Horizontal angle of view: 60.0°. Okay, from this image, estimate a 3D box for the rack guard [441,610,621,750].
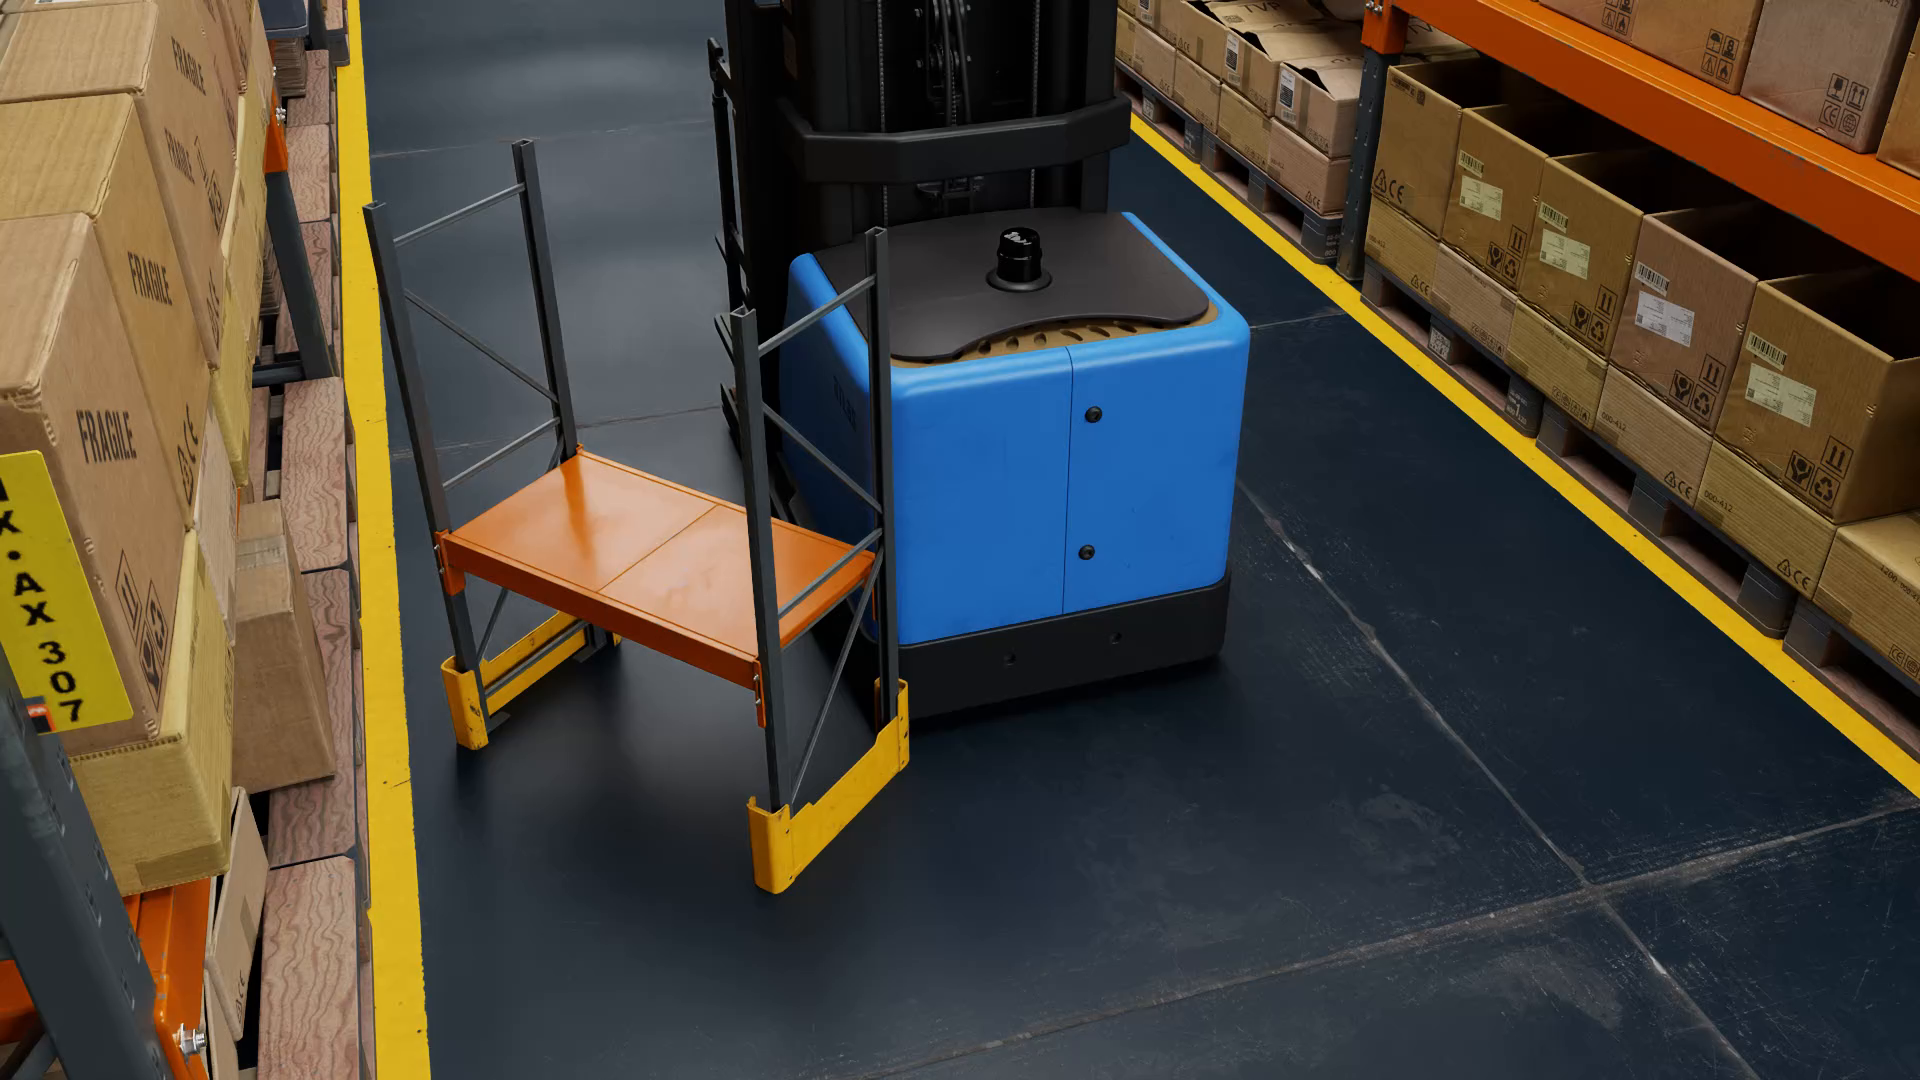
[{"bbox_3d":[-1.162,0.307,4.559,0.087,0.250,0.587,19,38,26],"label":"rack guard"}]

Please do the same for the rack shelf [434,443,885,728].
[{"bbox_3d":[-0.730,0.082,4.091,1.000,0.185,0.538,19,38,26],"label":"rack shelf"}]

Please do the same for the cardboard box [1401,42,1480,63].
[{"bbox_3d":[2.171,-1.944,7.076,0.500,0.311,0.500,-10,35,-15],"label":"cardboard box"}]

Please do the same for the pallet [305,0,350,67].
[{"bbox_3d":[-4.046,-2.952,9.525,1.003,0.211,1.213,-10,35,-15],"label":"pallet"}]

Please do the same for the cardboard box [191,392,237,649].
[{"bbox_3d":[-1.455,-0.014,2.668,0.500,0.250,0.500,-11,35,-16],"label":"cardboard box"}]

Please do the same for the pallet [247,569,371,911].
[{"bbox_3d":[-2.042,0.564,4.206,1.003,0.211,1.213,-10,35,-15],"label":"pallet"}]

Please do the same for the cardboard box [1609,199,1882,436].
[{"bbox_3d":[2.363,-0.681,4.992,0.500,0.500,0.500,-10,35,-15],"label":"cardboard box"}]

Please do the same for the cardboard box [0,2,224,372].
[{"bbox_3d":[-1.589,-0.581,2.847,0.500,0.500,0.500,-11,35,-16],"label":"cardboard box"}]

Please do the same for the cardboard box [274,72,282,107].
[{"bbox_3d":[-3.561,-2.170,7.681,0.700,0.500,0.500,-10,35,-15],"label":"cardboard box"}]

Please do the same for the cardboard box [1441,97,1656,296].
[{"bbox_3d":[2.063,-1.207,5.788,0.500,0.500,0.500,-10,35,-15],"label":"cardboard box"}]

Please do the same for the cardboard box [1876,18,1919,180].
[{"bbox_3d":[2.839,-1.149,4.177,0.700,0.500,0.500,-10,35,-14],"label":"cardboard box"}]

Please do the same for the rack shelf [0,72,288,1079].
[{"bbox_3d":[-2.047,-0.238,3.542,1.077,0.370,4.000,-10,35,-15],"label":"rack shelf"}]

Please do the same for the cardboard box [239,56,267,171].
[{"bbox_3d":[-2.080,-1.073,4.271,0.500,0.250,0.500,-10,35,-15],"label":"cardboard box"}]

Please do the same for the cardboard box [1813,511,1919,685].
[{"bbox_3d":[2.671,0.157,4.405,0.500,0.250,0.500,-10,35,-15],"label":"cardboard box"}]

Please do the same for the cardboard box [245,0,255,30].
[{"bbox_3d":[-2.218,-1.651,4.465,0.500,0.500,0.500,-10,35,-15],"label":"cardboard box"}]

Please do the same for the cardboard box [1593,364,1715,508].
[{"bbox_3d":[2.366,-0.368,5.200,0.500,0.250,0.500,-10,35,-15],"label":"cardboard box"}]

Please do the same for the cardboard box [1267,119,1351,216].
[{"bbox_3d":[1.657,-1.620,7.094,0.500,0.250,0.500,-10,35,-15],"label":"cardboard box"}]

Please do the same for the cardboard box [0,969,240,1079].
[{"bbox_3d":[-1.562,1.072,2.947,0.500,0.311,0.500,-14,36,-20],"label":"cardboard box"}]

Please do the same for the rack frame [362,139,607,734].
[{"bbox_3d":[-1.163,-0.215,4.215,0.032,1.500,0.500,19,38,26],"label":"rack frame"}]

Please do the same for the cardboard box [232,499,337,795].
[{"bbox_3d":[-1.912,0.300,3.943,0.700,0.500,0.500,-12,35,-18],"label":"cardboard box"}]

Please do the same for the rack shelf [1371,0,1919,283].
[{"bbox_3d":[2.670,-1.073,4.805,1.077,0.370,4.000,-10,35,-15],"label":"rack shelf"}]

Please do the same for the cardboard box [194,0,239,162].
[{"bbox_3d":[-1.917,-1.123,3.667,0.500,0.500,0.500,-11,35,-16],"label":"cardboard box"}]

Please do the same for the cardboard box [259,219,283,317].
[{"bbox_3d":[-2.897,-1.112,6.081,0.700,0.500,0.500,-9,34,-13],"label":"cardboard box"}]

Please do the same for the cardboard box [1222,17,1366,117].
[{"bbox_3d":[1.498,-2.122,7.345,0.500,0.311,0.500,-9,35,-13],"label":"cardboard box"}]

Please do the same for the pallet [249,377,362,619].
[{"bbox_3d":[-2.418,-0.078,5.177,1.003,0.211,1.213,-10,35,-15],"label":"pallet"}]

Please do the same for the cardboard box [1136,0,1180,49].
[{"bbox_3d":[1.199,-2.649,8.142,0.500,0.311,0.500,-10,35,-15],"label":"cardboard box"}]

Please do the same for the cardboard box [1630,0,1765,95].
[{"bbox_3d":[2.517,-1.693,5.001,0.700,0.500,0.500,-10,35,-14],"label":"cardboard box"}]

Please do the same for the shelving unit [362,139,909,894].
[{"bbox_3d":[-0.738,-0.070,3.996,1.083,1.500,0.587,19,38,26],"label":"shelving unit"}]

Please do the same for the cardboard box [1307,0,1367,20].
[{"bbox_3d":[1.864,-2.479,7.886,0.500,0.311,0.500,-11,35,-16],"label":"cardboard box"}]

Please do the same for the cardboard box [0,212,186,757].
[{"bbox_3d":[-1.296,-0.048,2.039,0.500,0.500,0.500,-10,35,-15],"label":"cardboard box"}]

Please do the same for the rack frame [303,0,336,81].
[{"bbox_3d":[-3.877,-3.688,8.111,1.000,3.000,0.127,-10,35,-15],"label":"rack frame"}]

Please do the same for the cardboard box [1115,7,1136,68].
[{"bbox_3d":[1.038,-2.691,8.715,0.500,0.250,0.500,-11,35,-16],"label":"cardboard box"}]

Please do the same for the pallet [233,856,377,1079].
[{"bbox_3d":[-1.674,1.203,3.238,1.003,0.211,1.213,-10,35,-15],"label":"pallet"}]

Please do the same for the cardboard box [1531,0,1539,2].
[{"bbox_3d":[2.201,-2.233,5.818,0.700,0.500,0.500,-11,35,-16],"label":"cardboard box"}]

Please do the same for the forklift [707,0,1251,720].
[{"bbox_3d":[-0.195,-1.553,4.942,1.130,2.935,3.031,-10,35,-15],"label":"forklift"}]

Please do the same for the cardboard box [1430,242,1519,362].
[{"bbox_3d":[2.060,-0.893,5.994,0.500,0.250,0.500,-10,35,-15],"label":"cardboard box"}]

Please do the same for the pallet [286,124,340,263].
[{"bbox_3d":[-3.271,-1.475,7.291,1.003,0.211,1.213,-10,35,-15],"label":"pallet"}]

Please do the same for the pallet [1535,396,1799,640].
[{"bbox_3d":[2.638,-0.194,5.351,1.003,0.211,1.213,-10,35,-15],"label":"pallet"}]

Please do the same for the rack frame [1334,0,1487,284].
[{"bbox_3d":[2.060,-2.423,6.196,1.000,3.000,0.127,-10,35,-15],"label":"rack frame"}]

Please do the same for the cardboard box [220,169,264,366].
[{"bbox_3d":[-1.757,-0.548,3.476,0.500,0.250,0.500,-10,35,-14],"label":"cardboard box"}]

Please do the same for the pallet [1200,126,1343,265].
[{"bbox_3d":[1.798,-1.640,7.540,1.003,0.211,1.213,-10,35,-15],"label":"pallet"}]

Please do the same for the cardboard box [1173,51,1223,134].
[{"bbox_3d":[1.348,-2.155,7.903,0.500,0.250,0.500,-9,35,-14],"label":"cardboard box"}]
